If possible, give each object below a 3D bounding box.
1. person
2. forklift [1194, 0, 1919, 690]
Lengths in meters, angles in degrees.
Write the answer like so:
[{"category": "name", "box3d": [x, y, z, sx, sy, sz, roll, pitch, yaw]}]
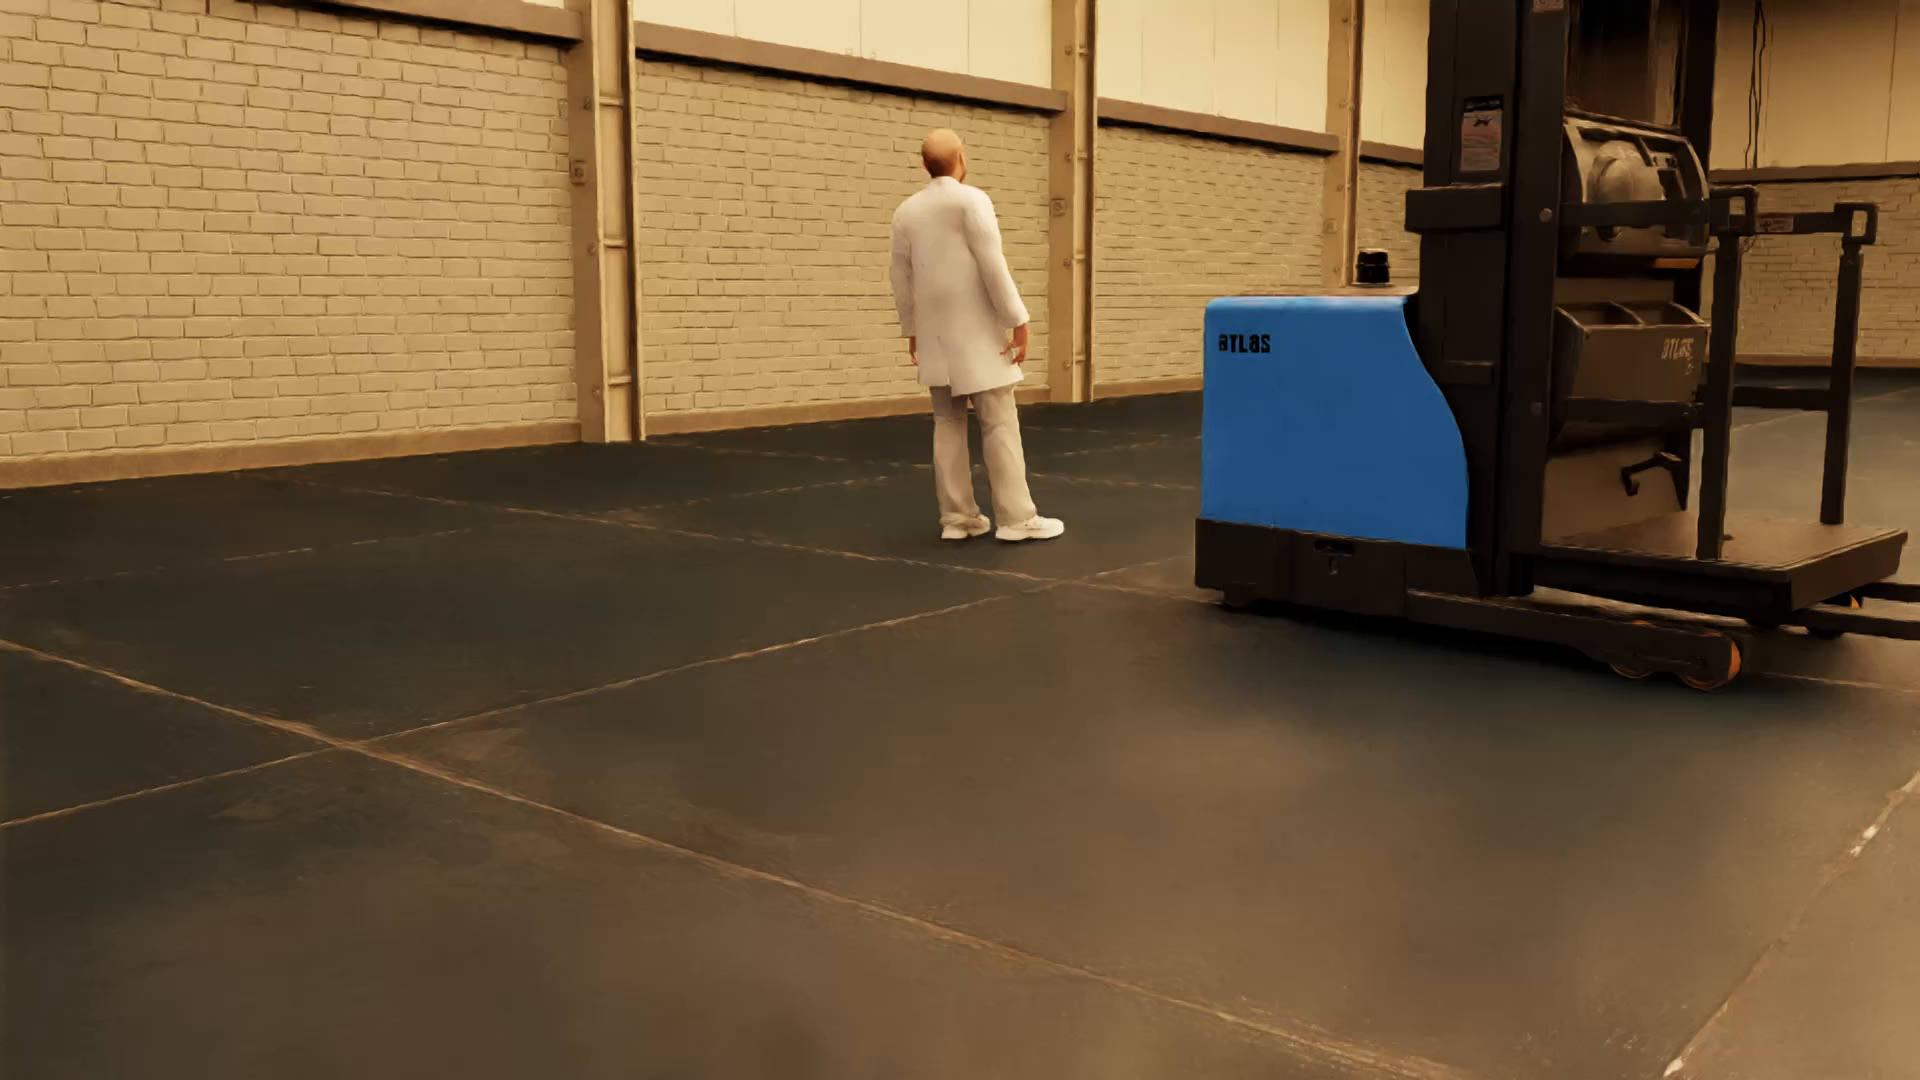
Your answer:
[{"category": "person", "box3d": [0.061, -0.897, 7.342, 0.694, 1.776, 0.579, 7, 11, 38]}, {"category": "forklift", "box3d": [2.221, -1.121, 4.944, 3.031, 2.935, 1.130, 8, 12, 44]}]
